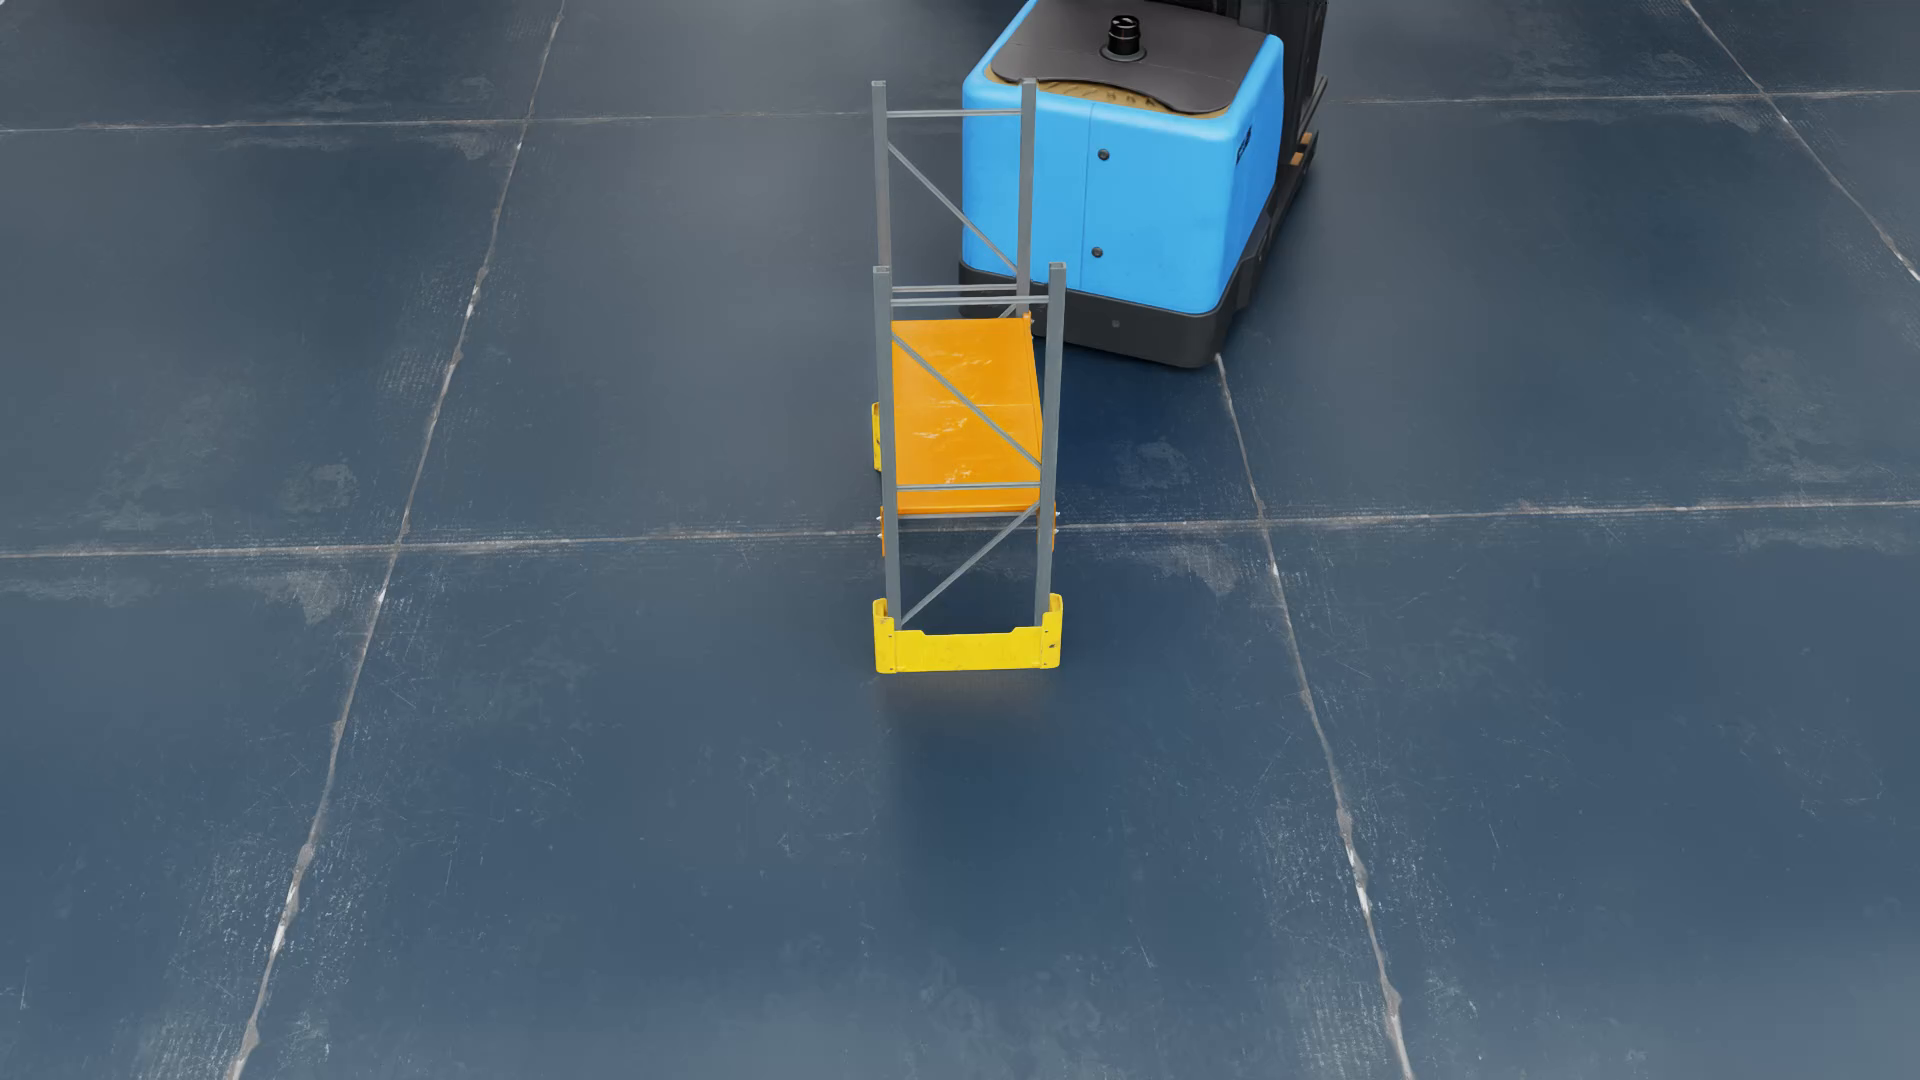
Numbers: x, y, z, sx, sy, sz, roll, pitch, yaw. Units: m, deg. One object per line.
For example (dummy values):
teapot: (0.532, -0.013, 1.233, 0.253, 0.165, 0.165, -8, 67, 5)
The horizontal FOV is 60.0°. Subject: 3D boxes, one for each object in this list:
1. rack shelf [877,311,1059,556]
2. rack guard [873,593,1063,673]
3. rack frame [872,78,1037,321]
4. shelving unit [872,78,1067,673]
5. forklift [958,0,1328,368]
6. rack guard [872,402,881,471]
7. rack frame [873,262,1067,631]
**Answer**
rack shelf: (0.004, -0.363, 5.302, 0.538, 0.185, 1.000, -2, 43, -2)
rack guard: (0.024, 0.296, 5.243, 0.587, 0.250, 0.087, -2, 43, -2)
rack frame: (-0.018, -0.838, 5.555, 0.500, 1.500, 0.032, -2, 43, -2)
shelving unit: (0.003, -0.501, 5.187, 0.587, 1.500, 1.083, -2, 43, -2)
forklift: (0.990, -2.745, 6.576, 1.130, 2.935, 3.031, 14, 44, 15)
rack guard: (-0.018, -0.377, 5.976, 0.587, 0.250, 0.087, -2, 43, -2)
rack frame: (0.025, -0.152, 4.806, 0.500, 1.500, 0.032, -2, 43, -2)
